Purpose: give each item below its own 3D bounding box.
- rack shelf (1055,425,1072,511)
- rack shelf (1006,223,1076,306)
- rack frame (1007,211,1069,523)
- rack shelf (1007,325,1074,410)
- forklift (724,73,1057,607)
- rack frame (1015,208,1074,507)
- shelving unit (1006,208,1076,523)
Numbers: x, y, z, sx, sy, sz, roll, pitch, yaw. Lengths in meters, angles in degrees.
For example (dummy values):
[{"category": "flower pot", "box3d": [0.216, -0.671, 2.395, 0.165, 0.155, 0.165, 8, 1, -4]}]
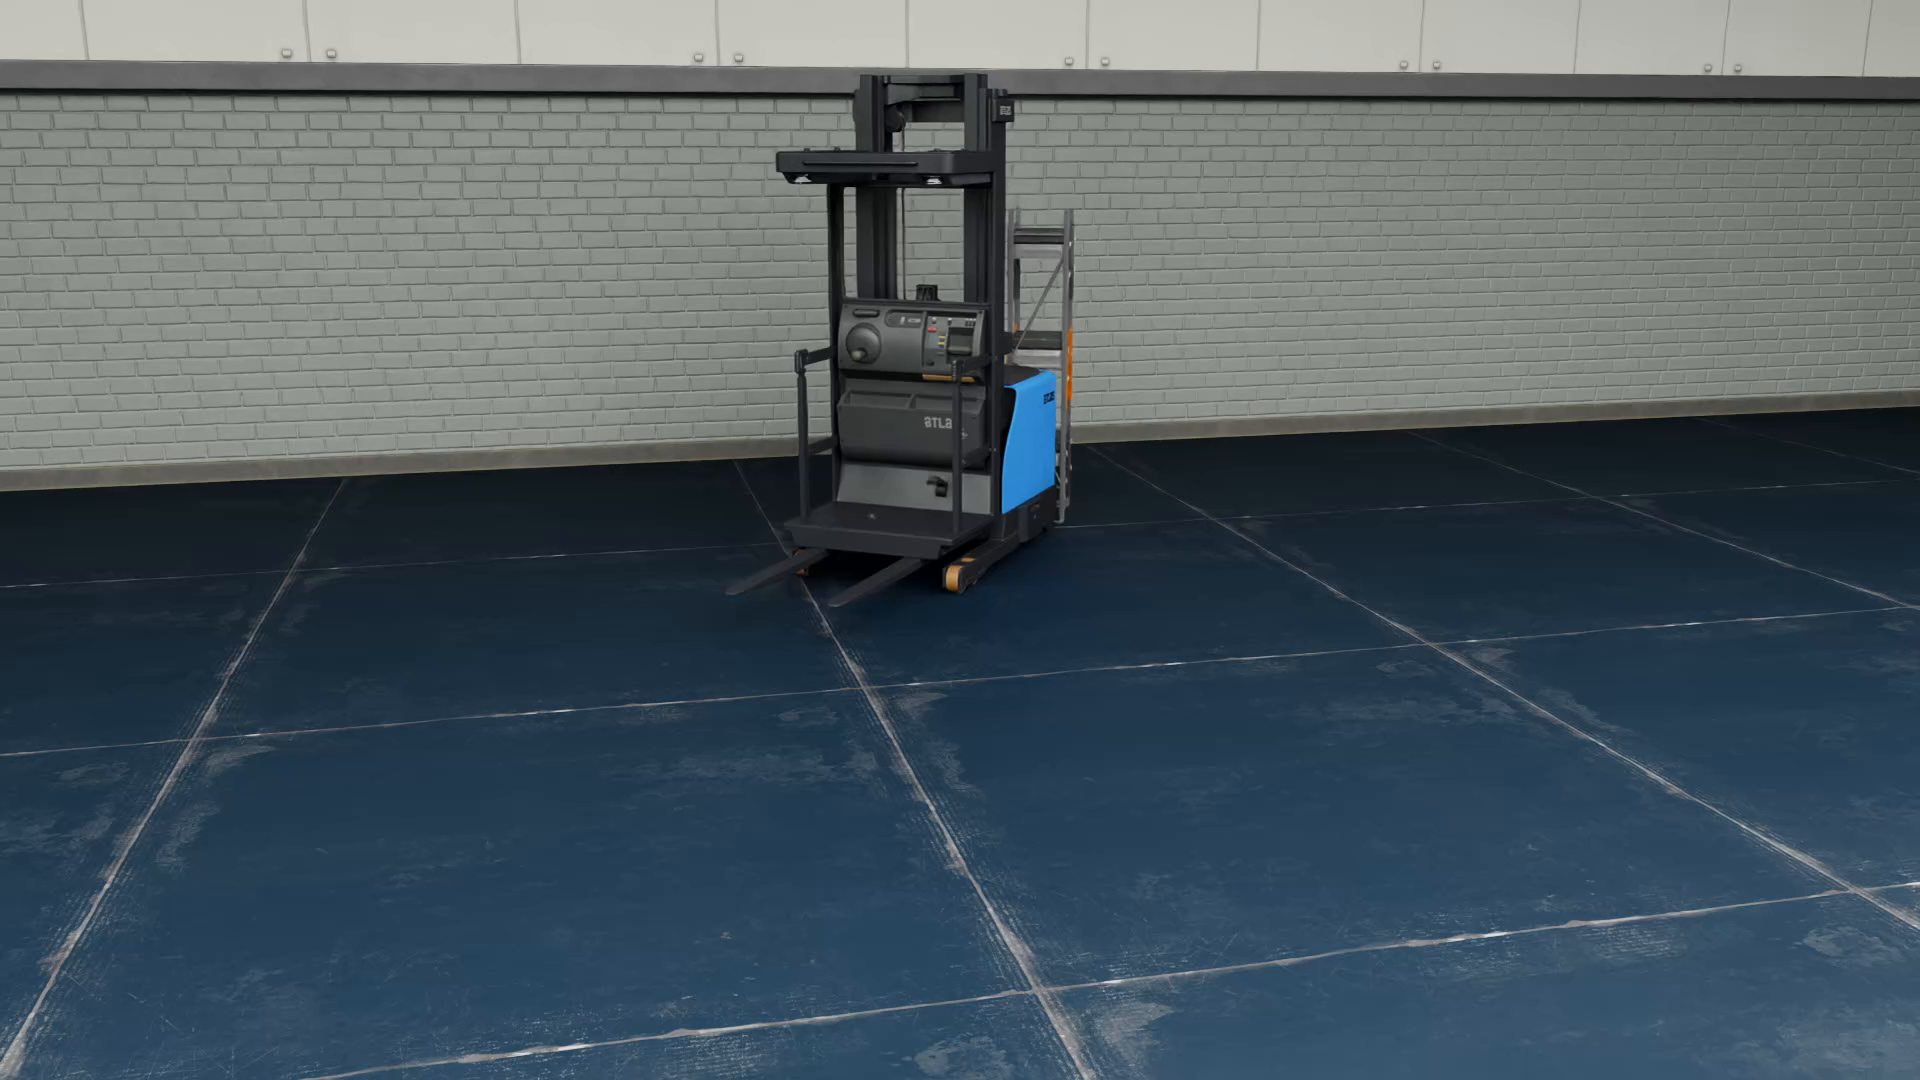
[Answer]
[{"category": "rack shelf", "box3d": [0.551, -0.510, 11.598, 0.431, 0.518, 0.480, 2, 14, 7]}, {"category": "rack shelf", "box3d": [0.551, -1.870, 11.266, 0.431, 0.518, 0.480, 2, 14, 7]}, {"category": "rack frame", "box3d": [0.519, -1.146, 11.194, 0.400, 2.100, 0.015, 2, 14, 7]}, {"category": "rack shelf", "box3d": [0.551, -1.190, 11.432, 0.431, 0.518, 0.480, 2, 14, 7]}, {"category": "forklift", "box3d": [-0.374, -1.228, 9.778, 1.130, 2.935, 3.031, 6, 15, 21]}, {"category": "rack frame", "box3d": [0.582, -1.261, 11.664, 0.400, 2.100, 0.015, 2, 14, 7]}, {"category": "shelving unit", "box3d": [0.551, -1.204, 11.429, 0.431, 2.100, 0.503, 2, 14, 7]}]
